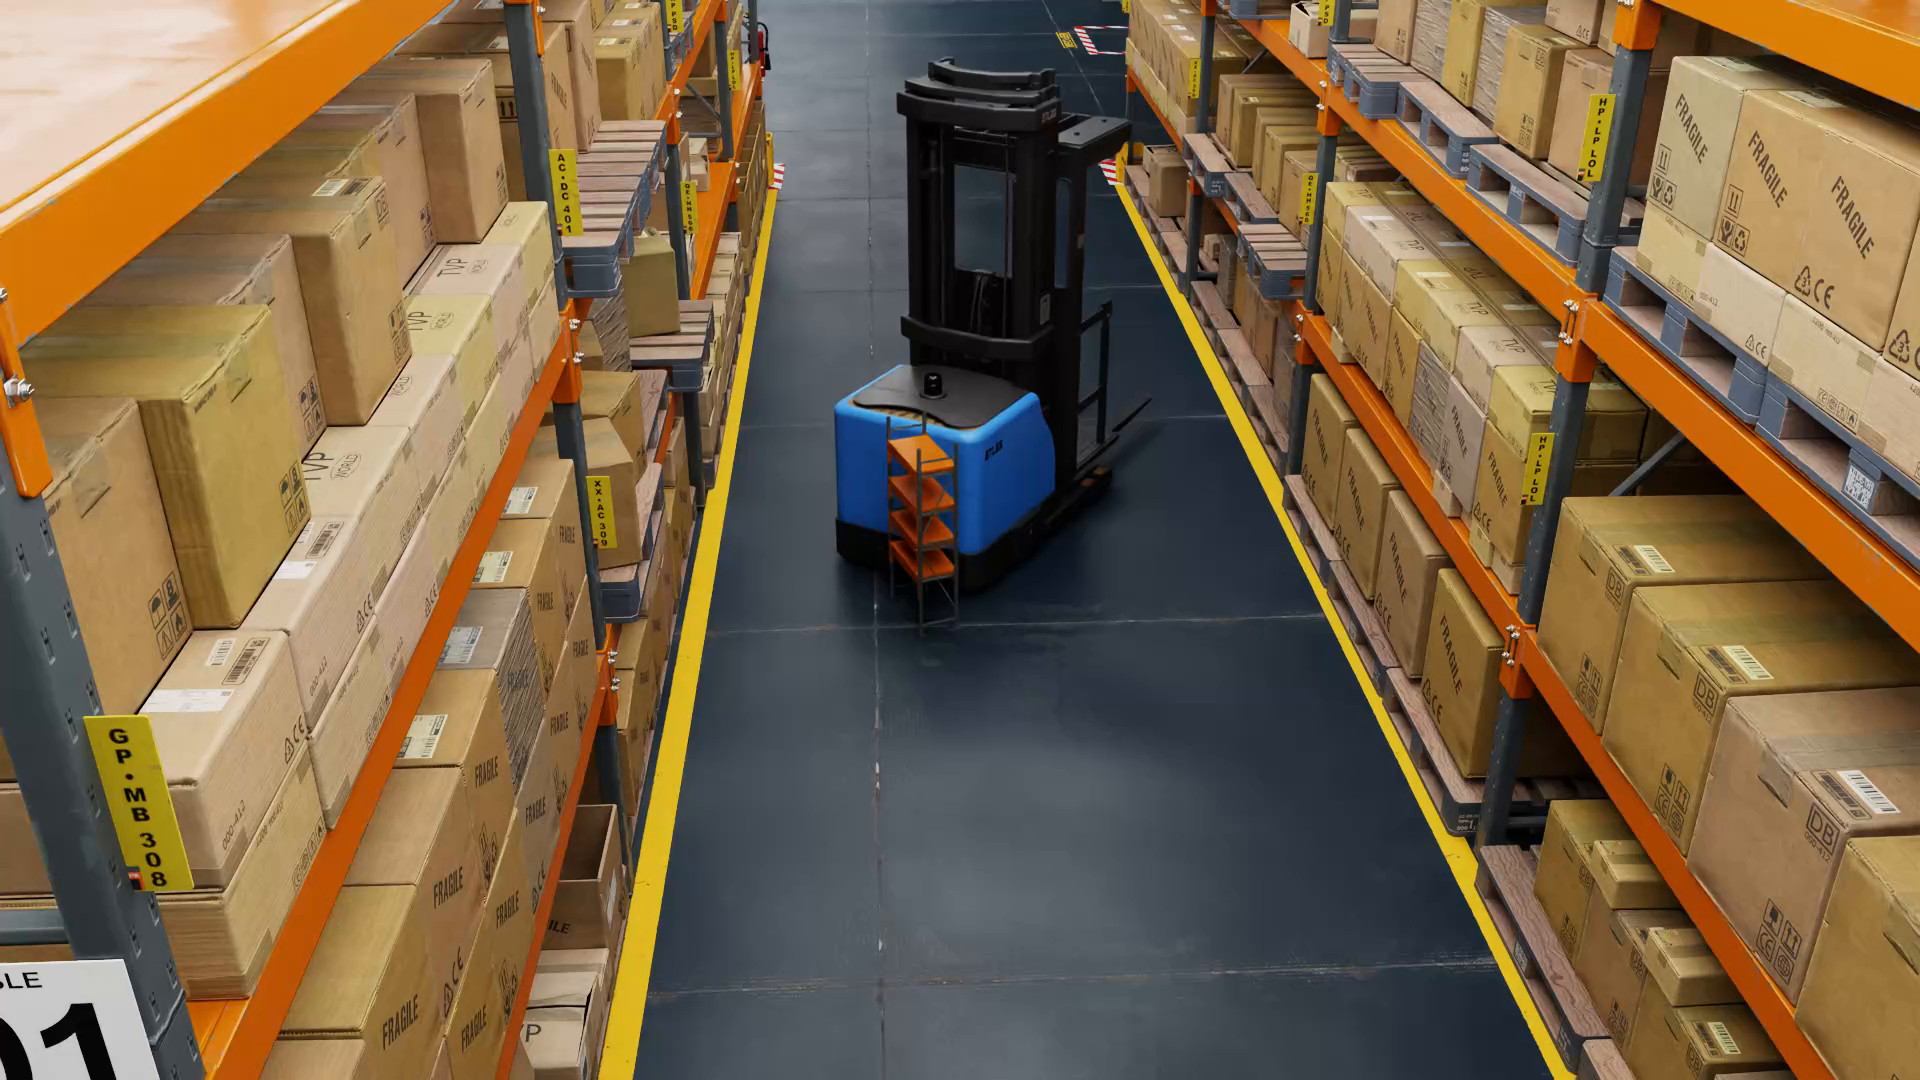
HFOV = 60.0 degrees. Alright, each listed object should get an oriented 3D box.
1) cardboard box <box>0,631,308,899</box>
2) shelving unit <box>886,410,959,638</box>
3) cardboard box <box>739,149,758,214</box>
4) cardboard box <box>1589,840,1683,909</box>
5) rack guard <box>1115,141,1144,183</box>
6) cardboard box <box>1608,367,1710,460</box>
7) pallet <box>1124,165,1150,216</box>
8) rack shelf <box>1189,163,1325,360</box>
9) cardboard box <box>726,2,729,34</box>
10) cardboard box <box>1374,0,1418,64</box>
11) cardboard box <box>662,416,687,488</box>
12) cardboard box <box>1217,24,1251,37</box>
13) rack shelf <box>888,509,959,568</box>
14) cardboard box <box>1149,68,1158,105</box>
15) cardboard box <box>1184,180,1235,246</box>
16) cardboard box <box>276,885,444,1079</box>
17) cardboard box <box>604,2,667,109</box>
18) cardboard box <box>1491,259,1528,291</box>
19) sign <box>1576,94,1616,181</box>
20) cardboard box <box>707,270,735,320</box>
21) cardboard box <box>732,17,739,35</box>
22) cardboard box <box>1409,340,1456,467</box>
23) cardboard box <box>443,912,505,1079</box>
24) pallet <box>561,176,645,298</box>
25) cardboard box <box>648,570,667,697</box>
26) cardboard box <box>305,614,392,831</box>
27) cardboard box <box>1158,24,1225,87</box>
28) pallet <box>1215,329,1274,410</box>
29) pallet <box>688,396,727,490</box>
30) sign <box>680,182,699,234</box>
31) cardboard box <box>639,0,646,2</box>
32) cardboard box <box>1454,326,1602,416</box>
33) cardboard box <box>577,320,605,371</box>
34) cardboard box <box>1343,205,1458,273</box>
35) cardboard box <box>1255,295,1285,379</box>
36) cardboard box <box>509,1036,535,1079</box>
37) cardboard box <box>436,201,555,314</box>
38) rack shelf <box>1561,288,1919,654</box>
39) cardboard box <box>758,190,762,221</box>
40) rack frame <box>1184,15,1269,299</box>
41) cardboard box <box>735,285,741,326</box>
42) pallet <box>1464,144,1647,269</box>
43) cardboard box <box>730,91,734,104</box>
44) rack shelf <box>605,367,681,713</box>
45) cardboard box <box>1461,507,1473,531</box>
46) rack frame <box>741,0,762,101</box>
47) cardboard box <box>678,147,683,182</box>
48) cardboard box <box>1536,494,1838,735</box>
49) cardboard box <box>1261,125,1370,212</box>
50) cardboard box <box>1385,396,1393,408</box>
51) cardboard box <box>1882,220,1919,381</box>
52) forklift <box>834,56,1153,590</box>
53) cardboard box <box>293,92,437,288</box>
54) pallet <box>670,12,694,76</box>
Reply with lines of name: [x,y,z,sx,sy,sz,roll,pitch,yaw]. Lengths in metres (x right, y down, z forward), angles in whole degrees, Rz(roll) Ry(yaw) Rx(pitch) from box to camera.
cardboard box: [-1.564,0.408,3.103,0.500,0.250,0.500,-1,28,-3]
shelving unit: [-0.216,-0.089,9.622,0.258,1.200,0.503,-11,29,-20]
cardboard box: [-2.188,-3.388,15.711,0.500,0.500,0.500,-1,28,-3]
cardboard box: [2.713,1.313,6.537,0.380,0.149,0.250,0,28,-1]
rack guard: [2.318,-4.231,18.321,1.175,0.500,0.348,-1,28,-3]
cardboard box: [3.177,-0.569,7.334,0.500,0.250,0.500,-1,28,-1]
pallet: [2.325,-3.726,17.667,1.003,0.211,1.213,-1,28,-3]
rack shelf: [2.627,-2.284,12.664,1.077,0.370,4.000,-1,28,-3]
cardboard box: [-2.532,-4.925,15.438,0.700,0.500,0.500,-1,28,-3]
cardboard box: [2.814,-3.031,9.489,0.700,0.500,0.500,-3,28,-7]
cardboard box: [-1.924,-0.525,9.930,0.500,0.250,0.500,0,28,-1]
cardboard box: [2.663,-4.493,15.450,0.500,0.500,0.500,-1,28,-1]
rack shelf: [-0.216,-0.029,9.654,0.258,0.148,0.480,-11,29,-20]
cardboard box: [2.109,-4.375,16.035,0.500,0.250,0.500,-1,28,-2]
cardboard box: [2.429,-3.092,15.662,0.500,0.500,0.500,-3,28,-7]
cardboard box: [-1.592,1.196,4.024,0.500,0.500,0.500,-1,28,-2]
cardboard box: [-2.158,-2.732,9.392,0.910,0.500,0.500,-1,28,-3]
cardboard box: [3.089,-1.282,8.703,0.500,0.250,0.500,-2,28,-4]
sign: [2.399,-1.513,6.265,0.100,0.325,0.005,-1,28,-3]
cardboard box: [-2.059,-1.970,13.197,0.500,0.311,0.500,-1,28,-3]
cardboard box: [-2.383,-5.058,16.394,0.380,0.149,0.250,-1,28,-2]
cardboard box: [2.611,-0.692,8.382,0.500,0.500,0.500,-1,28,-3]
cardboard box: [-1.612,1.411,4.693,0.500,0.500,0.500,-1,28,-3]
pallet: [-1.970,-1.260,6.883,1.213,0.211,1.003,-1,28,-3]
cardboard box: [-1.845,0.496,8.783,0.500,0.500,0.500,-1,28,-2]
cardboard box: [-1.583,0.398,3.661,0.500,0.250,0.500,-1,28,-3]
cardboard box: [2.142,-4.476,15.417,0.500,0.500,0.500,-2,28,-4]
pallet: [2.632,-1.366,13.141,1.003,0.211,1.213,-1,28,-3]
pallet: [-2.219,-0.703,11.869,1.003,0.211,1.213,-1,28,-3]
sign: [-1.673,-2.054,10.278,0.100,0.325,0.005,-1,28,-3]
cardboard box: [-2.359,-3.722,11.107,0.500,0.250,0.500,-2,28,-4]
cardboard box: [2.644,-0.796,7.770,0.500,0.250,0.500,-1,28,-2]
cardboard box: [-2.160,-0.756,8.393,0.700,0.500,0.500,-8,29,-16]
cardboard box: [2.527,-1.733,9.567,0.500,0.250,0.500,-2,28,-3]
cardboard box: [2.677,-1.567,12.738,0.700,0.500,0.500,-2,28,-3]
cardboard box: [-1.903,2.068,5.764,0.797,0.503,0.637,-1,28,-3]
cardboard box: [-1.709,-0.978,5.760,0.500,0.250,0.500,-1,28,-3]
rack shelf: [3.045,0.080,4.887,1.077,0.370,4.000,-1,28,-3]
cardboard box: [-2.219,-3.287,16.327,0.500,0.250,0.500,-1,28,-3]
rack frame: [2.523,-3.527,14.268,1.000,3.000,0.127,-1,28,-3]
cardboard box: [-2.088,-1.954,13.773,0.500,0.250,0.500,-2,28,-3]
pallet: [2.844,-1.500,7.345,0.805,0.209,1.217,-2,28,-5]
cardboard box: [-2.537,-4.366,15.770,0.700,0.500,0.500,-1,28,-1]
rack shelf: [-2.110,-0.316,8.889,1.077,0.370,4.000,-1,28,-3]
cardboard box: [2.635,-0.116,7.978,0.380,0.149,0.250,-1,28,-1]
rack frame: [-2.633,-5.253,17.577,1.000,3.000,0.127,-1,28,-3]
cardboard box: [-2.346,-2.620,12.422,0.500,0.500,0.500,-1,28,-3]
cardboard box: [2.953,0.286,6.634,0.980,0.700,0.700,-1,28,-2]
cardboard box: [2.610,-2.711,12.119,0.700,0.500,0.500,-1,28,-3]
cardboard box: [2.613,-0.826,9.340,0.380,0.149,0.250,-1,28,-2]
cardboard box: [2.788,-0.615,4.231,0.500,0.500,0.500,-3,28,-5]
forklift: [0.390,-1.647,10.738,1.130,2.935,3.031,15,31,26]
cardboard box: [-2.058,-1.071,5.126,0.700,0.500,0.500,-1,28,-3]
pallet: [-2.340,-3.116,10.441,1.213,0.211,1.003,0,28,0]
